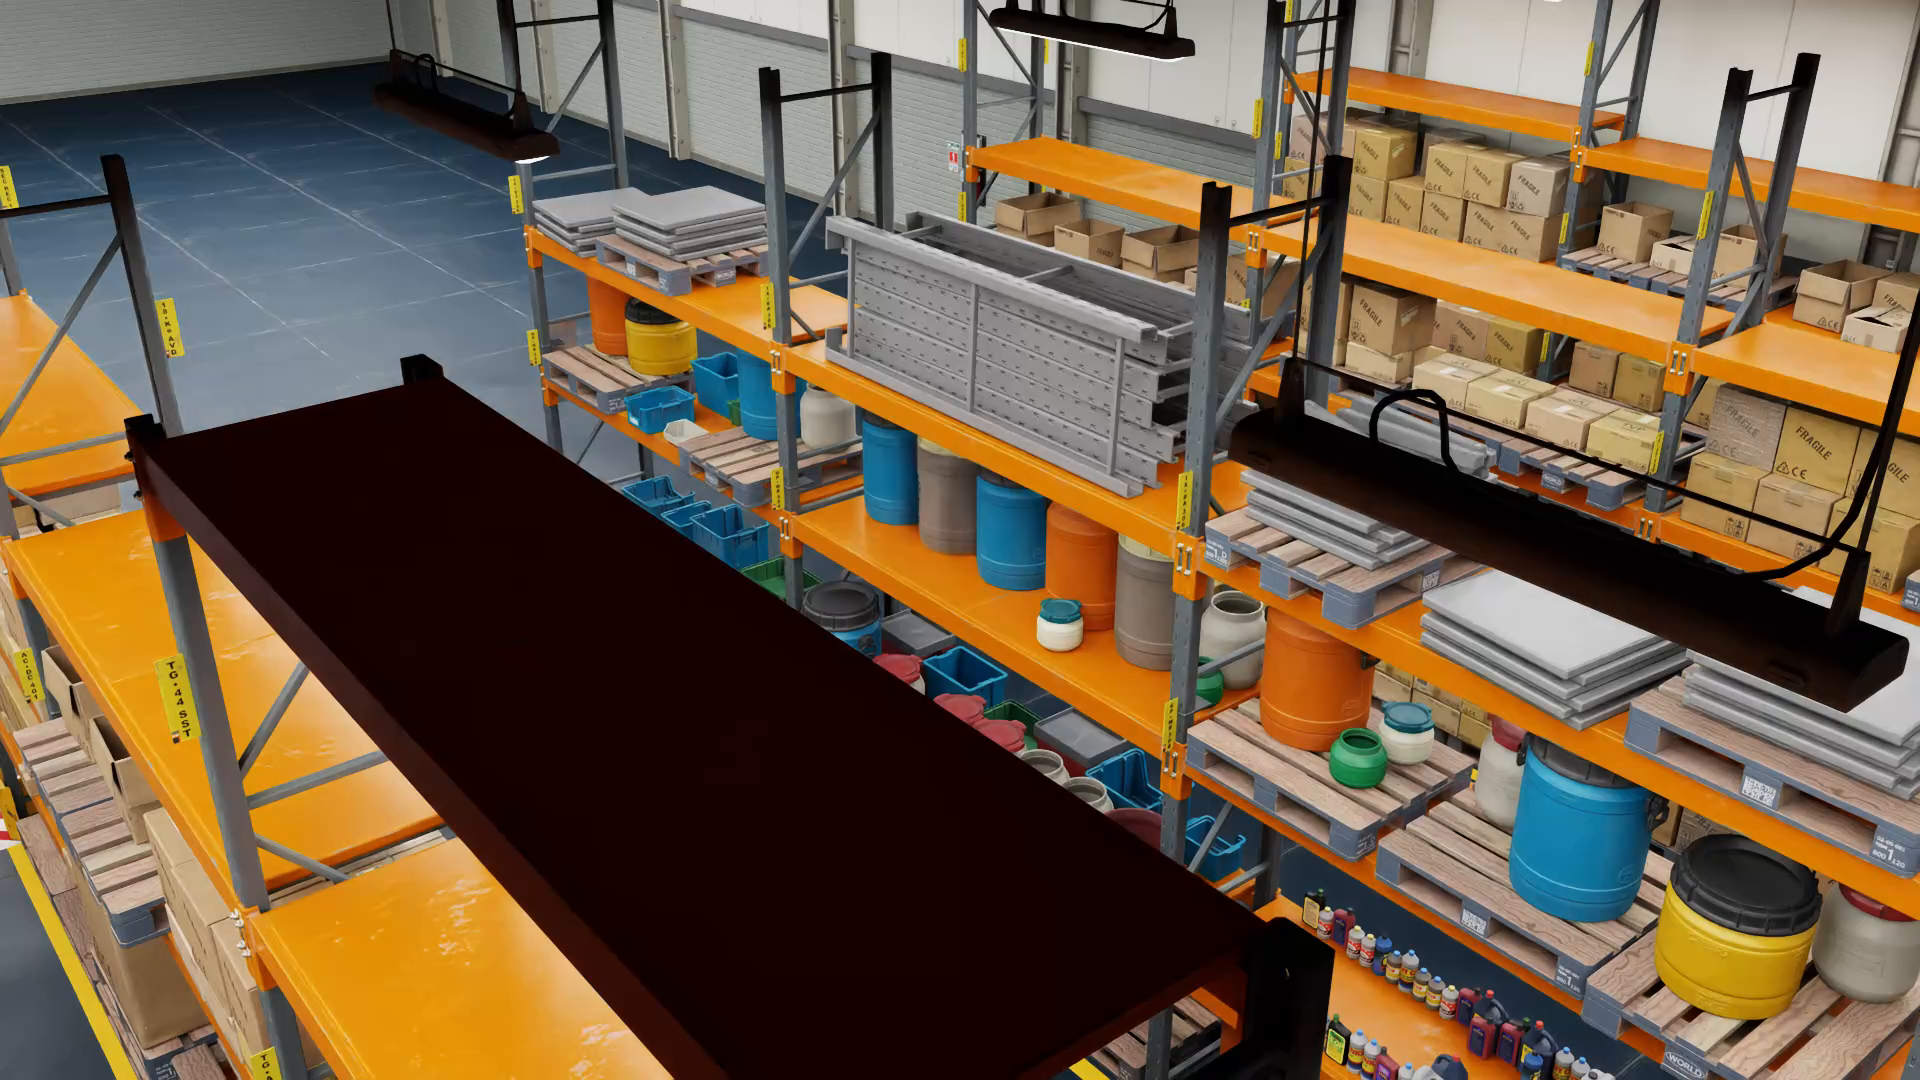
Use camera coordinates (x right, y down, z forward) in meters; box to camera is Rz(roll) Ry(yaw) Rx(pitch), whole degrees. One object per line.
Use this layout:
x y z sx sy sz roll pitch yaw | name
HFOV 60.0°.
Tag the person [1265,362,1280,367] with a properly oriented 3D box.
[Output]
3.578 -1.545 19.479 0.647 1.838 0.612 3 26 6 | person
